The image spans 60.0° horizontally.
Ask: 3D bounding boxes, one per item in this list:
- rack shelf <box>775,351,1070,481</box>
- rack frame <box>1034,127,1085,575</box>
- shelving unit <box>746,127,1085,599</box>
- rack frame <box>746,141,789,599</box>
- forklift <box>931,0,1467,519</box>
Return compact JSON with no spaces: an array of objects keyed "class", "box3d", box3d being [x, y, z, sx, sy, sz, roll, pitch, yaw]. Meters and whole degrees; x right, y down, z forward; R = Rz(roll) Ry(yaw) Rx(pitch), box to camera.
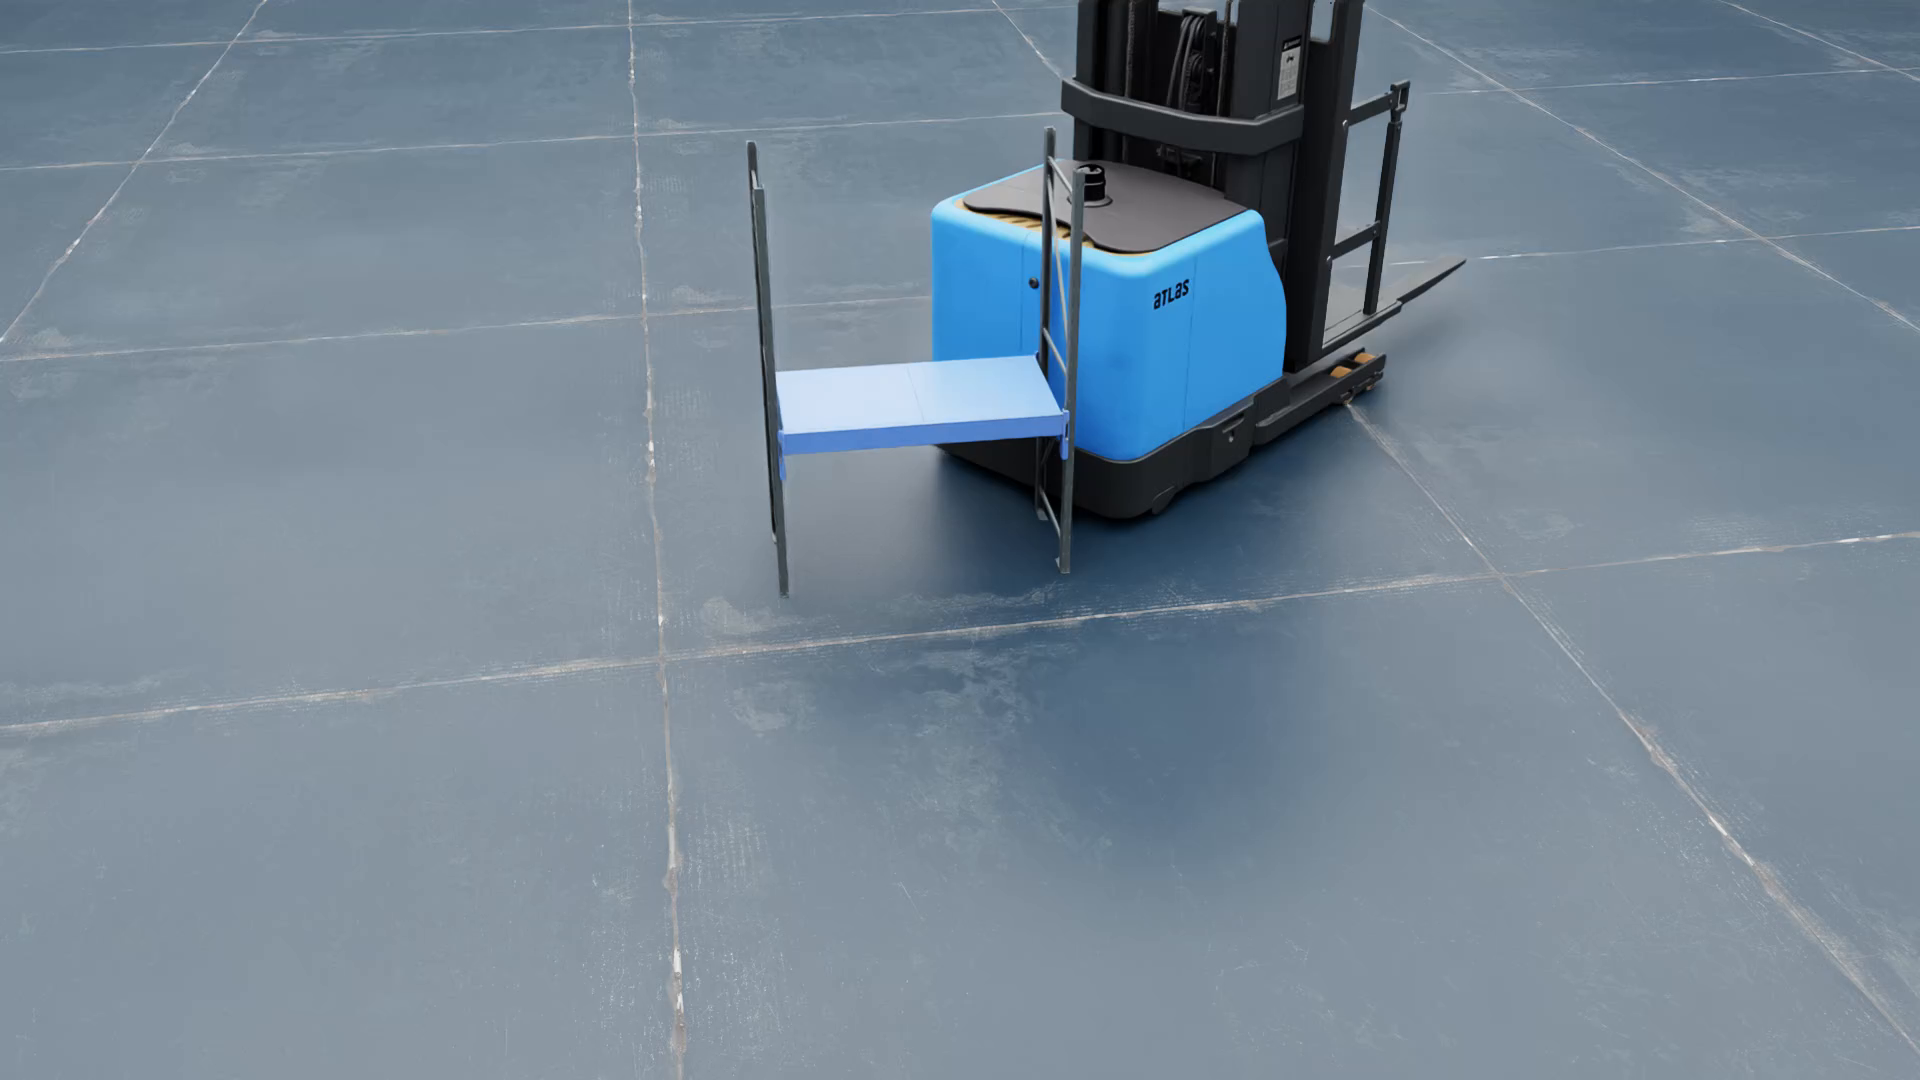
[{"class":"rack shelf","box3d":[-0.158,-0.450,5.890,1.000,0.185,0.538,-5,31,-8]},{"class":"rack frame","box3d":[0.344,-0.645,5.868,0.032,1.500,0.500,-5,31,-8]},{"class":"shelving unit","box3d":[-0.158,-0.605,5.799,1.048,1.500,0.538,-5,31,-8]},{"class":"rack frame","box3d":[-0.660,-0.564,5.730,0.032,1.500,0.500,-5,31,-8]},{"class":"forklift","box3d":[1.233,-2.006,6.769,1.130,2.935,3.031,24,38,35]}]
